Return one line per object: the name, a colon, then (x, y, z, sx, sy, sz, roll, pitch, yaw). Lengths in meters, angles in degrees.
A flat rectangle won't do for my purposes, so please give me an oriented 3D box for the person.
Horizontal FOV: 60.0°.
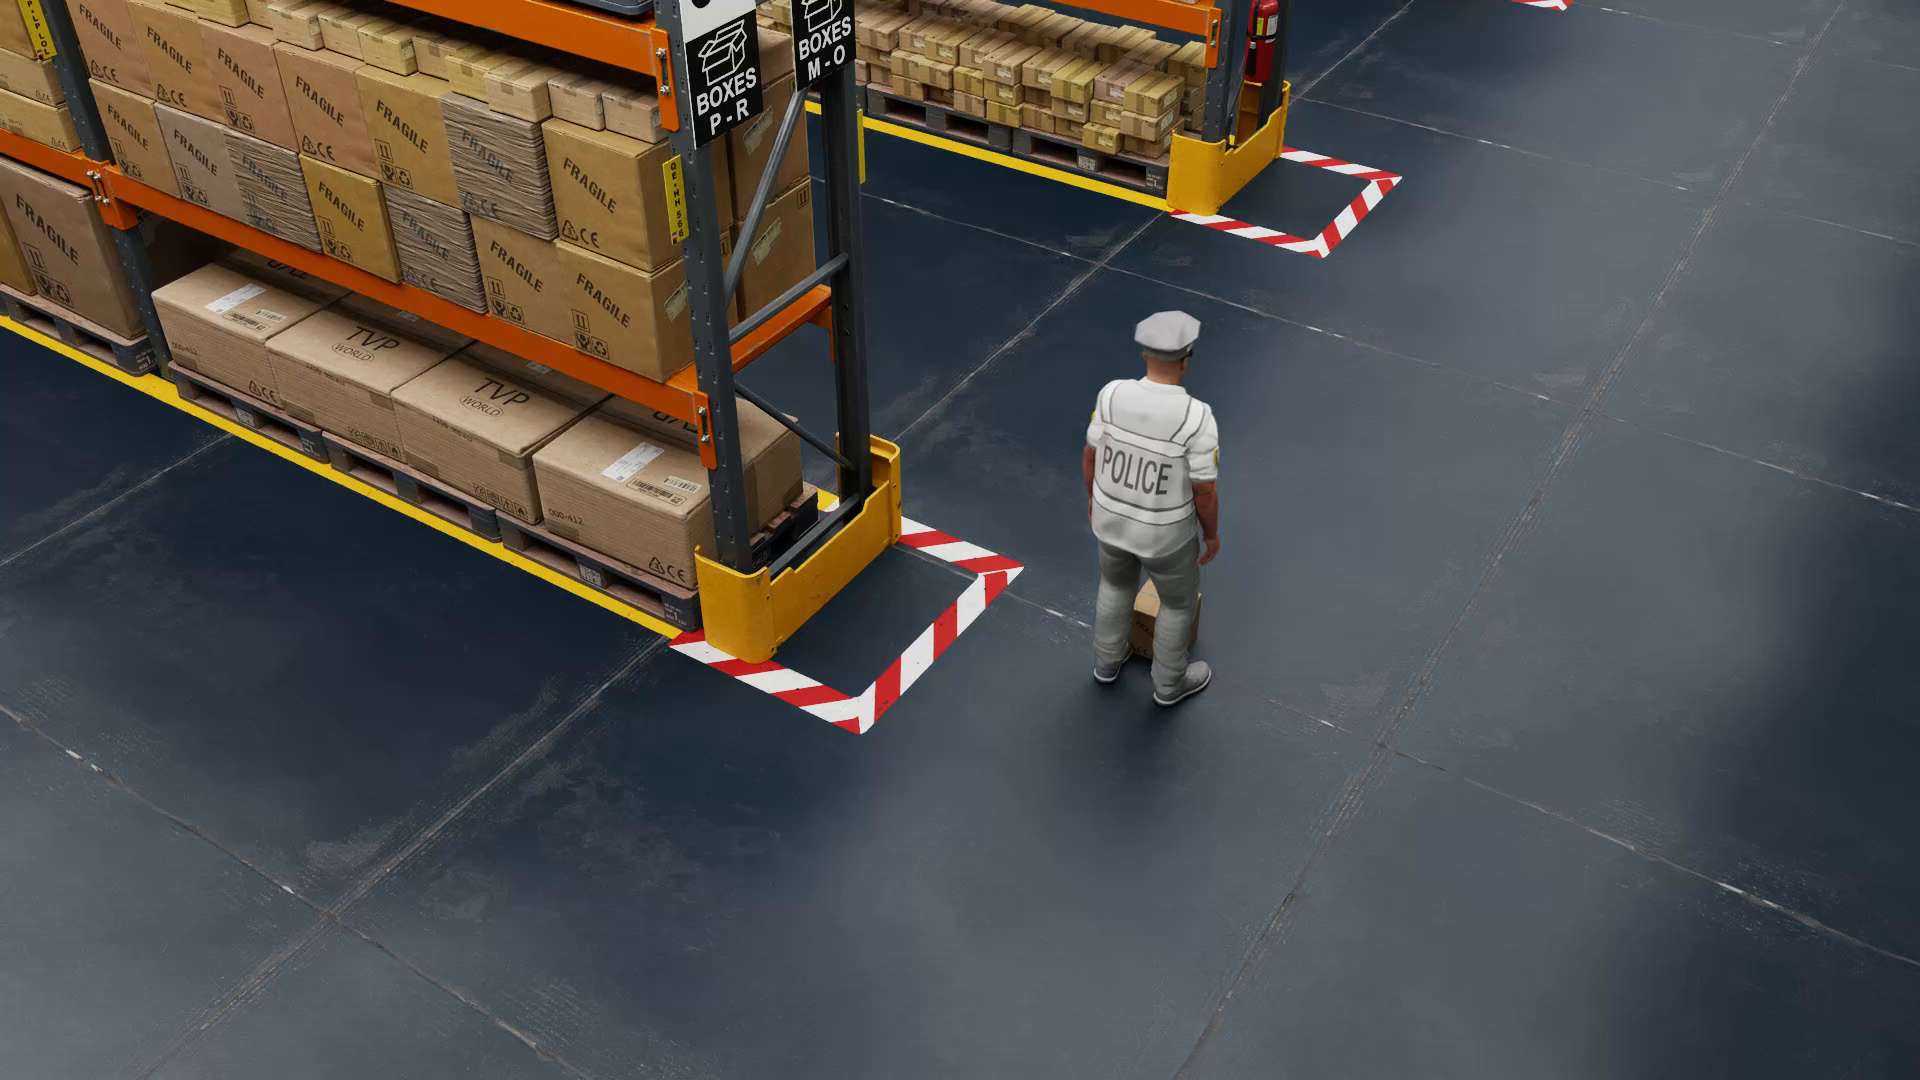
person: (0.769, -0.079, 6.777, 0.590, 1.745, 0.435, 21, 43, 24)
